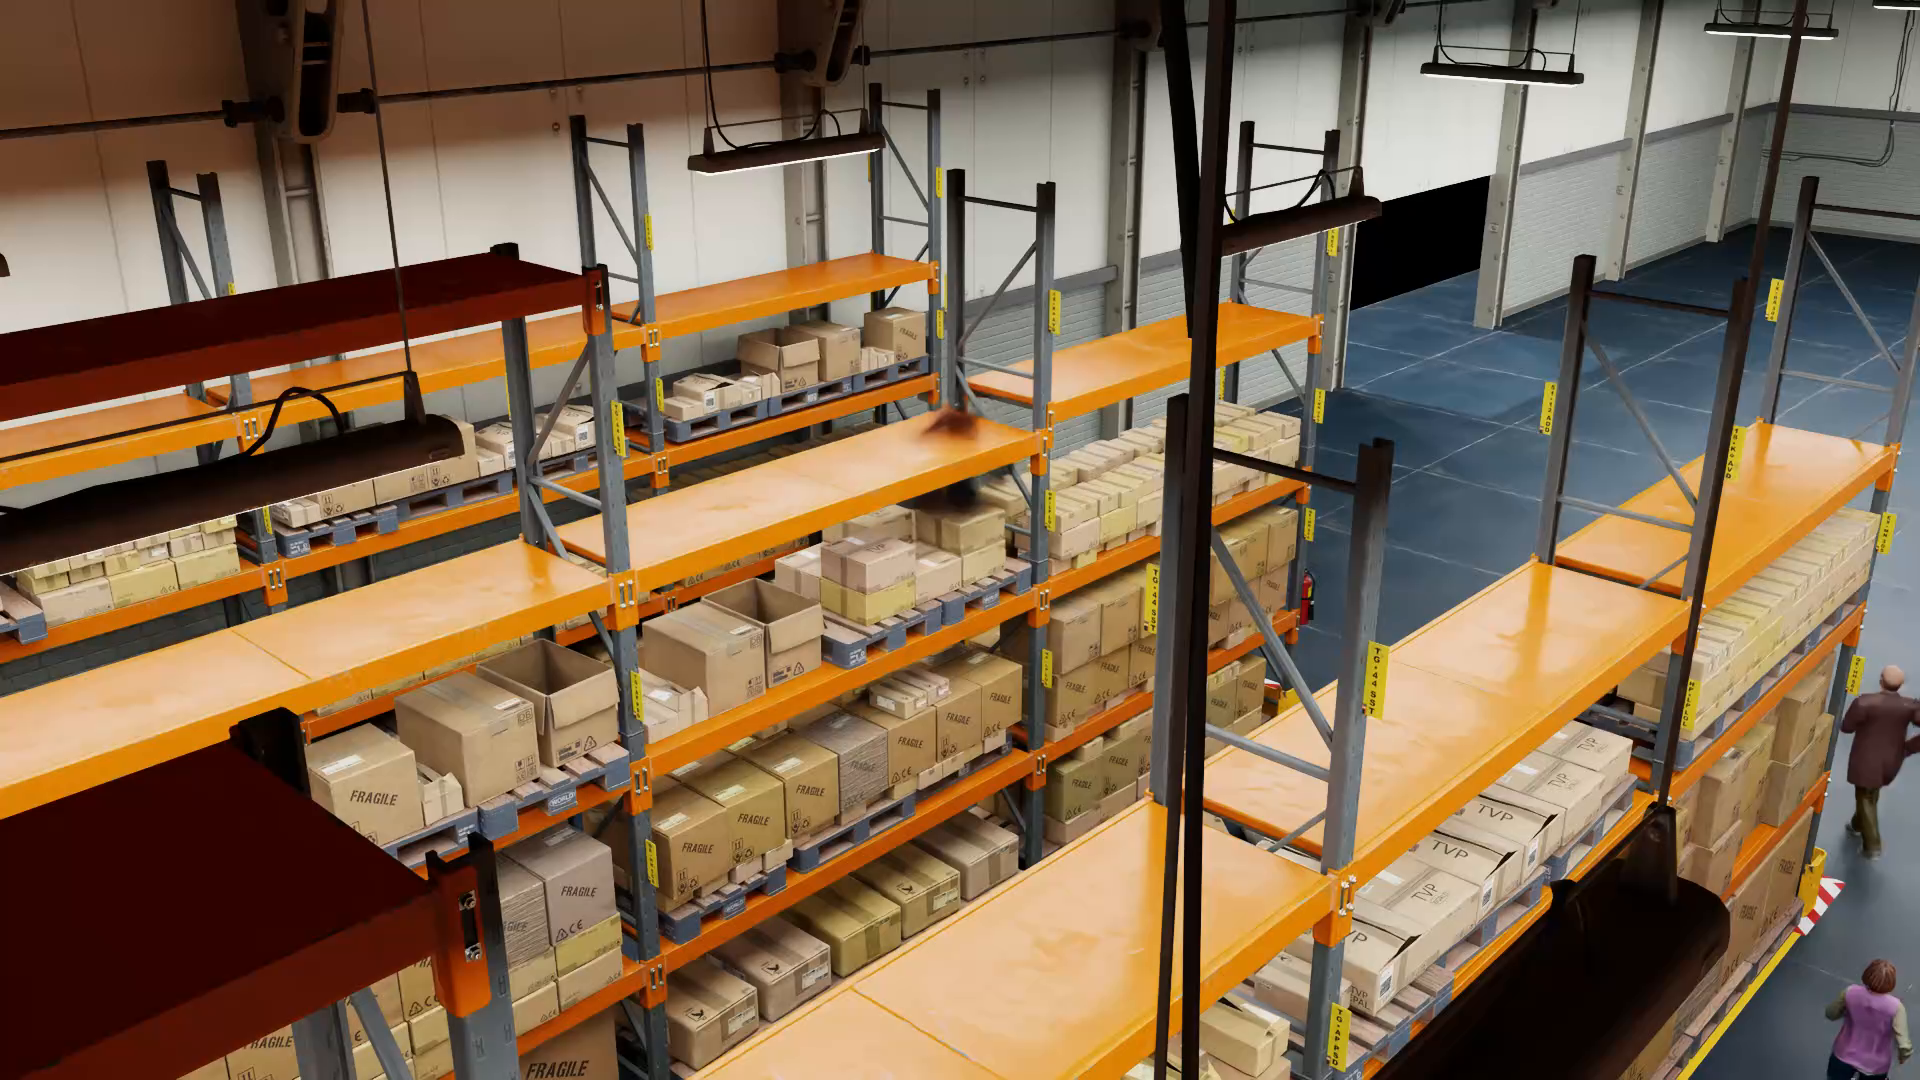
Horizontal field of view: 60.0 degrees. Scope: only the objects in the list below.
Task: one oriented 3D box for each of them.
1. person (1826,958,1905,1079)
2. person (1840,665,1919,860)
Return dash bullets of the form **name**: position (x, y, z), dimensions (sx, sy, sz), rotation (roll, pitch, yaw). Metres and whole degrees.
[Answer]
- **person**: position (5.943, 3.438, 10.929), dimensions (0.486, 1.576, 0.877), rotation (15, 26, 33)
- **person**: position (8.013, 1.949, 14.541), dimensions (0.704, 1.823, 0.912), rotation (3, 21, 7)
